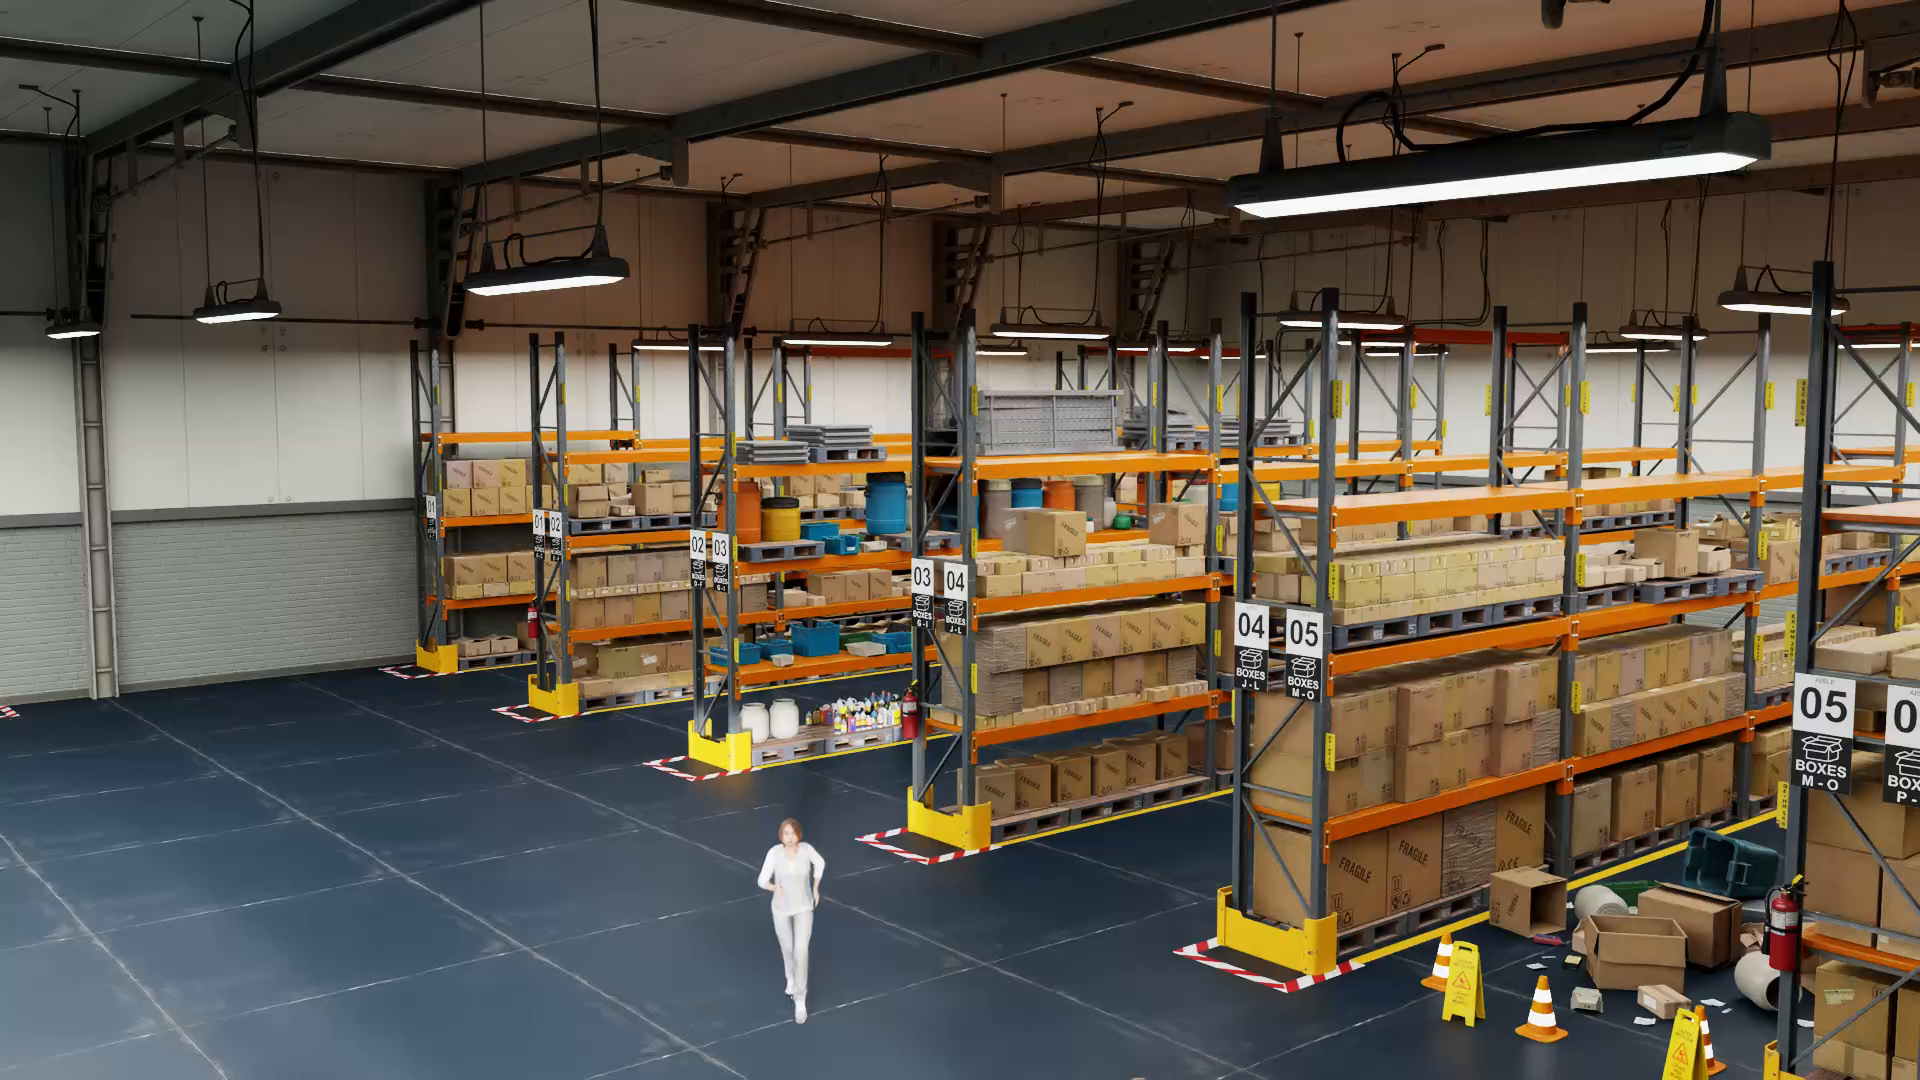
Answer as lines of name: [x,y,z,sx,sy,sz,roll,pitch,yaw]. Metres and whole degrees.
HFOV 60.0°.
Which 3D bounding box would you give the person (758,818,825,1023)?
person: [-1.396,3.093,13.752,0.524,1.637,0.725,0,5,1]
